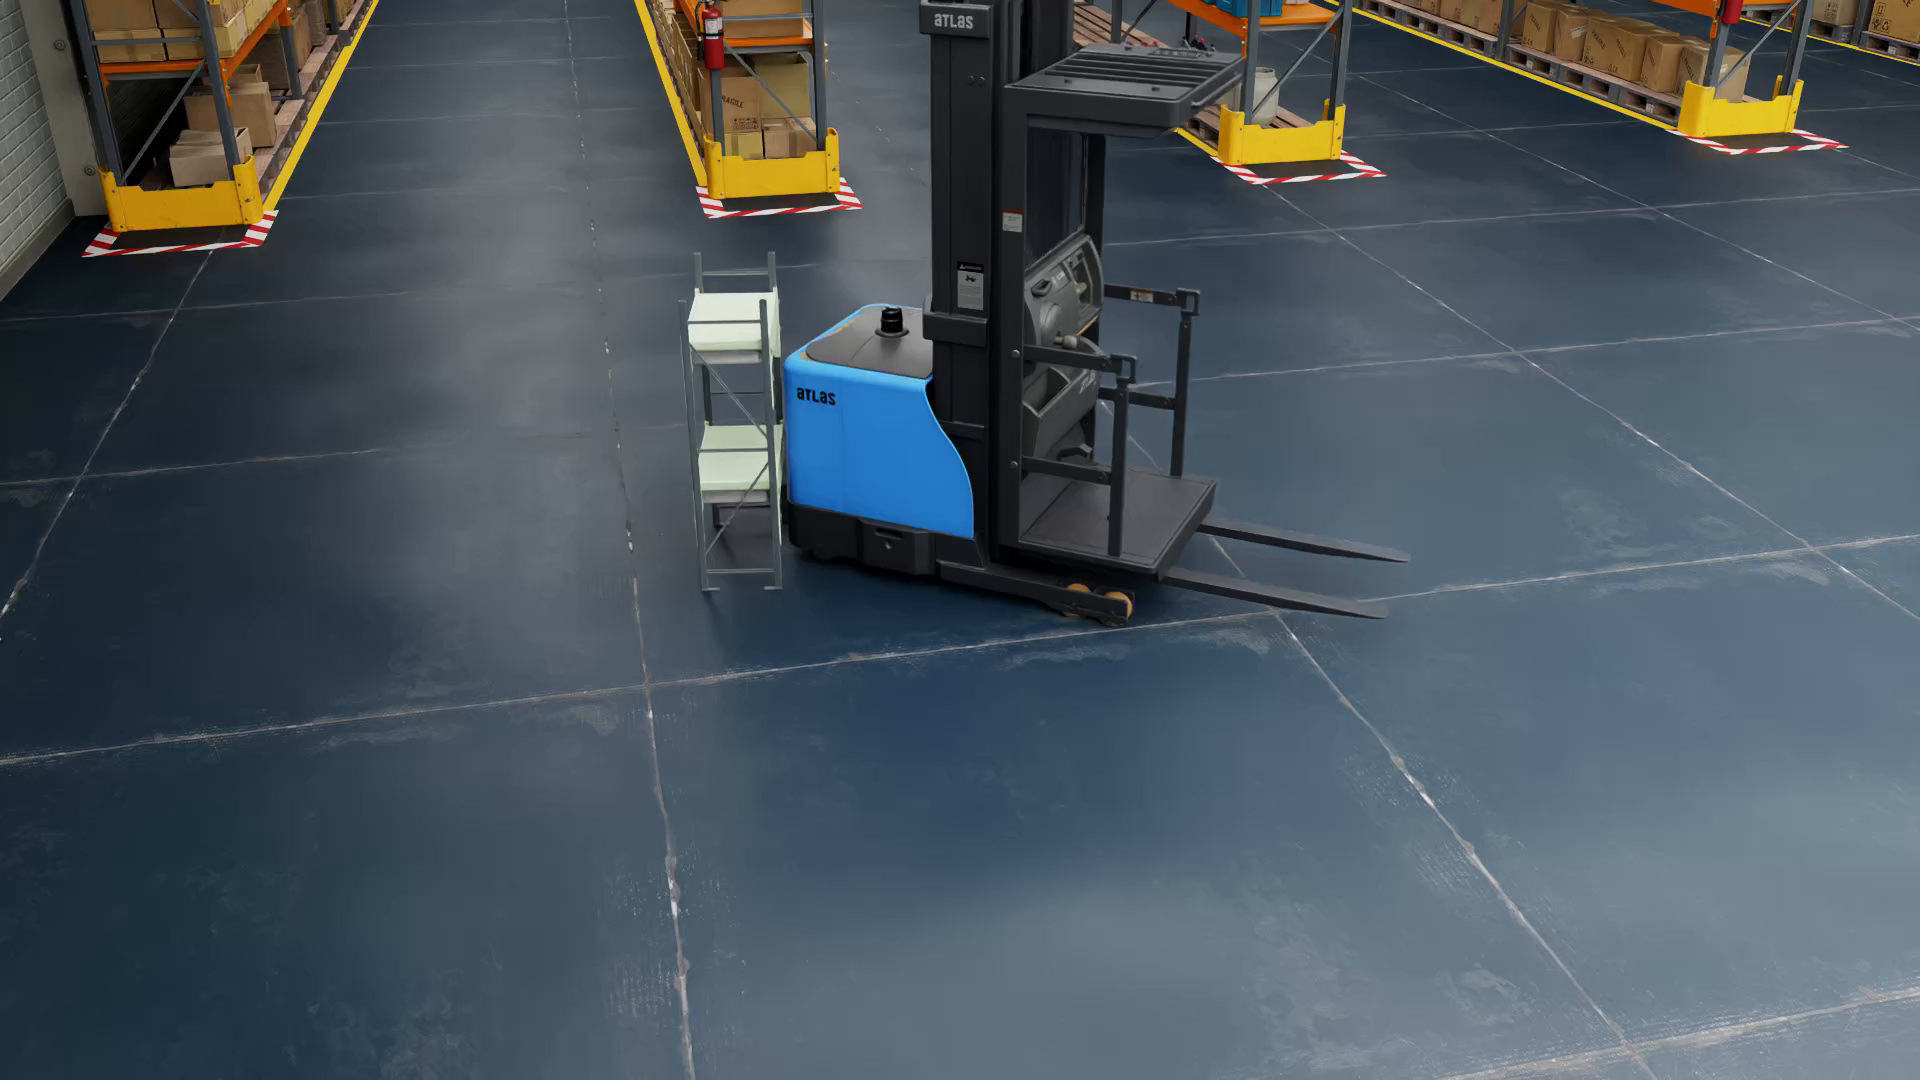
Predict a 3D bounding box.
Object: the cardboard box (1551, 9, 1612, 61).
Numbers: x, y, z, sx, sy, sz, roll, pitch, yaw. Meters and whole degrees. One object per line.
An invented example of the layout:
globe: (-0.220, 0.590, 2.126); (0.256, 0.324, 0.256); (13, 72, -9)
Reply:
cardboard box: (7.255, -5.902, 19.422); (0.500, 0.500, 0.500); (2, 27, 5)

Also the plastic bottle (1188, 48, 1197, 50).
plastic bottle: (2.572, -5.374, 18.604); (0.152, 0.276, 0.135); (-6, 27, -12)

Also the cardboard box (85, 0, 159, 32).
cardboard box: (-6.822, -4.458, 13.565); (0.500, 0.500, 0.500); (-6, 27, -12)

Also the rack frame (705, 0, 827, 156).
rack frame: (-1.684, -4.500, 14.337); (1.000, 3.000, 0.127); (-6, 27, -12)

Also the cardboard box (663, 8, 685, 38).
cardboard box: (-3.189, -6.062, 19.395); (0.500, 0.311, 0.500); (-6, 27, -12)

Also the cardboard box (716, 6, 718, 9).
cardboard box: (-1.899, -4.981, 15.179); (0.700, 0.500, 0.500); (-5, 27, -10)

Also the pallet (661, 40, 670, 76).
pallet: (-3.068, -5.868, 20.141); (1.003, 0.211, 1.213); (-6, 27, -12)

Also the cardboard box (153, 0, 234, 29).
cardboard box: (-6.324, -4.513, 13.673); (0.500, 0.500, 0.500); (-6, 27, -12)

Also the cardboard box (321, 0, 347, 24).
cardboard box: (-8.350, -7.072, 21.351); (0.750, 0.750, 0.750); (-6, 27, -12)

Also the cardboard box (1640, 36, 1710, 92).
cardboard box: (7.676, -5.111, 17.855); (0.500, 0.500, 0.500); (1, 27, 2)

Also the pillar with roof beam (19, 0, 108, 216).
pillar with roof beam: (-3.315, -7.331, 13.287); (9.100, 9.000, 0.400); (-6, 27, -12)

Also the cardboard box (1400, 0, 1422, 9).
cardboard box: (6.474, -7.563, 22.691); (0.700, 0.500, 0.500); (-8, 28, -16)

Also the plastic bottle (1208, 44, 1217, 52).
plastic bottle: (2.784, -5.292, 18.357); (0.144, 0.351, 0.185); (-6, 27, -12)

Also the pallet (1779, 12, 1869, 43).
pallet: (11.675, -6.806, 22.000); (1.003, 0.211, 1.213); (-6, 27, -12)

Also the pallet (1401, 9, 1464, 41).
pallet: (6.612, -6.894, 22.175); (1.003, 0.211, 1.213); (-6, 27, -12)

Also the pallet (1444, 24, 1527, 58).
pallet: (6.890, -6.357, 21.111); (1.003, 0.211, 1.213); (-6, 27, -12)

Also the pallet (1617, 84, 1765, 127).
pallet: (7.803, -4.653, 17.735); (1.003, 0.211, 1.213); (-6, 27, -12)

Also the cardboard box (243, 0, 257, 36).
cardboard box: (-6.550, -4.635, 14.748); (0.500, 0.250, 0.500); (-6, 27, -12)

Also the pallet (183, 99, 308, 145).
pallet: (-7.225, -4.216, 16.868); (1.003, 0.211, 1.213); (-6, 27, -12)

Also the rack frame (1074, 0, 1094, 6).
rack frame: (1.340, -8.514, 22.289); (1.000, 3.000, 0.127); (-6, 27, -12)

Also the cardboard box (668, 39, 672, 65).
cardboard box: (-3.073, -5.591, 19.084); (0.500, 0.250, 0.500); (-6, 27, -12)

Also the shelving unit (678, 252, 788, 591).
shelving unit: (-1.102, -0.589, 8.252); (0.431, 1.500, 0.755); (-1, 27, -3)

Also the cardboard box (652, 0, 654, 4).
cardboard box: (-3.926, -7.480, 22.526); (0.500, 0.500, 0.500); (-5, 27, -10)

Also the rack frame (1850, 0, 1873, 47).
rack frame: (11.922, -7.720, 20.716); (1.000, 3.000, 0.127); (-6, 27, -12)

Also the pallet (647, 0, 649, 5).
pallet: (-4.168, -8.170, 24.703); (1.003, 0.211, 1.213); (-6, 27, -12)

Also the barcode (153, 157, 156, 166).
barcode: (-6.971, -3.276, 14.397); (0.001, 0.075, 0.075); (-6, 27, -12)

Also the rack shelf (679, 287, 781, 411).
rack shelf: (-1.102, -0.937, 8.076); (0.431, 0.370, 0.720); (-1, 27, -3)

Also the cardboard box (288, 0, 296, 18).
cardboard box: (-7.911, -6.130, 19.020); (0.500, 0.250, 0.500); (-6, 27, -12)

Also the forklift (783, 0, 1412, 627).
forklift: (0.681, -1.167, 7.809); (3.031, 2.935, 1.130); (11, 29, 21)

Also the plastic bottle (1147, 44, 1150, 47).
plastic bottle: (2.062, -5.292, 18.358); (0.144, 0.351, 0.185); (-7, 28, -14)

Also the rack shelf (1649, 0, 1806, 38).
rack shelf: (7.518, -6.062, 18.229); (1.077, 0.370, 4.000); (-6, 27, -12)

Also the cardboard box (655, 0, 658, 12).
cardboard box: (-3.528, -6.733, 20.724); (0.500, 0.311, 0.500); (-7, 28, -13)

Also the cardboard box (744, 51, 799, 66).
cardboard box: (-1.828, -4.491, 16.071); (0.500, 0.500, 0.500); (-6, 27, -12)

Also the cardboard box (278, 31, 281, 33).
cardboard box: (-7.758, -5.375, 18.357); (0.700, 0.500, 0.500); (-6, 27, -13)

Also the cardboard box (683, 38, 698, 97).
cardboard box: (-2.445, -4.657, 16.402); (0.500, 0.500, 0.500); (-6, 27, -12)

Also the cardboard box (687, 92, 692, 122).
cardboard box: (-2.442, -4.323, 16.571); (0.500, 0.250, 0.500); (-6, 27, -12)

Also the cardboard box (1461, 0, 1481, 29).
cardboard box: (6.861, -6.824, 21.227); (0.700, 0.500, 0.500); (-6, 27, -12)

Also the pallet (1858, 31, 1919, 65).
pallet: (12.018, -6.133, 20.667); (1.003, 0.211, 1.213); (-6, 27, -12)

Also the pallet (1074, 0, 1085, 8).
pallet: (1.122, -7.611, 23.594); (1.003, 0.211, 1.213); (-6, 27, -12)

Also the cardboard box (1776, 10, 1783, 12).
cardboard box: (11.481, -7.590, 22.490); (1.050, 0.750, 0.750); (-6, 27, -12)

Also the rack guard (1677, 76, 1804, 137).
rack guard: (7.952, -4.422, 16.956); (1.175, 0.500, 0.348); (-6, 27, -12)

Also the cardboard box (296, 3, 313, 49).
cardboard box: (-8.096, -6.039, 19.673); (0.700, 0.500, 0.500); (-6, 27, -12)

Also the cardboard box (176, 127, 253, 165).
cardboard box: (-6.706, -3.555, 14.960); (0.500, 0.311, 0.500); (-4, 27, -7)

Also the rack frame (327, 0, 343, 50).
rack frame: (-8.312, -7.508, 20.296); (1.000, 3.000, 0.127); (-6, 27, -12)

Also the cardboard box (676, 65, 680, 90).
cardboard box: (-2.776, -4.982, 17.877); (0.500, 0.250, 0.500); (-6, 27, -12)

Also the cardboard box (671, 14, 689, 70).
cardboard box: (-2.786, -5.316, 17.706); (0.500, 0.500, 0.500); (-6, 27, -12)

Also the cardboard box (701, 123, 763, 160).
cardboard box: (-2.092, -3.666, 15.269); (0.500, 0.250, 0.500); (-6, 27, -12)

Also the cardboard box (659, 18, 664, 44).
cardboard box: (-3.417, -6.264, 20.418); (0.500, 0.250, 0.500); (-7, 28, -13)

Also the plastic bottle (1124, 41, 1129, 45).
plastic bottle: (1.886, -5.552, 18.960); (0.097, 0.271, 0.097); (0, 27, 0)

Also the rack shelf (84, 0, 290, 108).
rack shelf: (-6.960, -4.553, 15.239); (1.077, 0.370, 4.000); (-6, 27, -12)

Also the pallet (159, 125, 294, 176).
pallet: (-6.946, -3.679, 15.805); (1.003, 0.211, 1.213); (-6, 27, -12)

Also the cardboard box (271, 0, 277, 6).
cardboard box: (-6.904, -5.297, 16.060); (0.500, 0.250, 0.500); (-6, 27, -11)

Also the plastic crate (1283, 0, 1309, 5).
plastic crate: (3.255, -5.310, 16.233); (0.298, 0.136, 0.250); (-6, 27, -12)

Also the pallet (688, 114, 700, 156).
pallet: (-2.168, -4.122, 16.681); (1.003, 0.211, 1.213); (-6, 27, -12)
